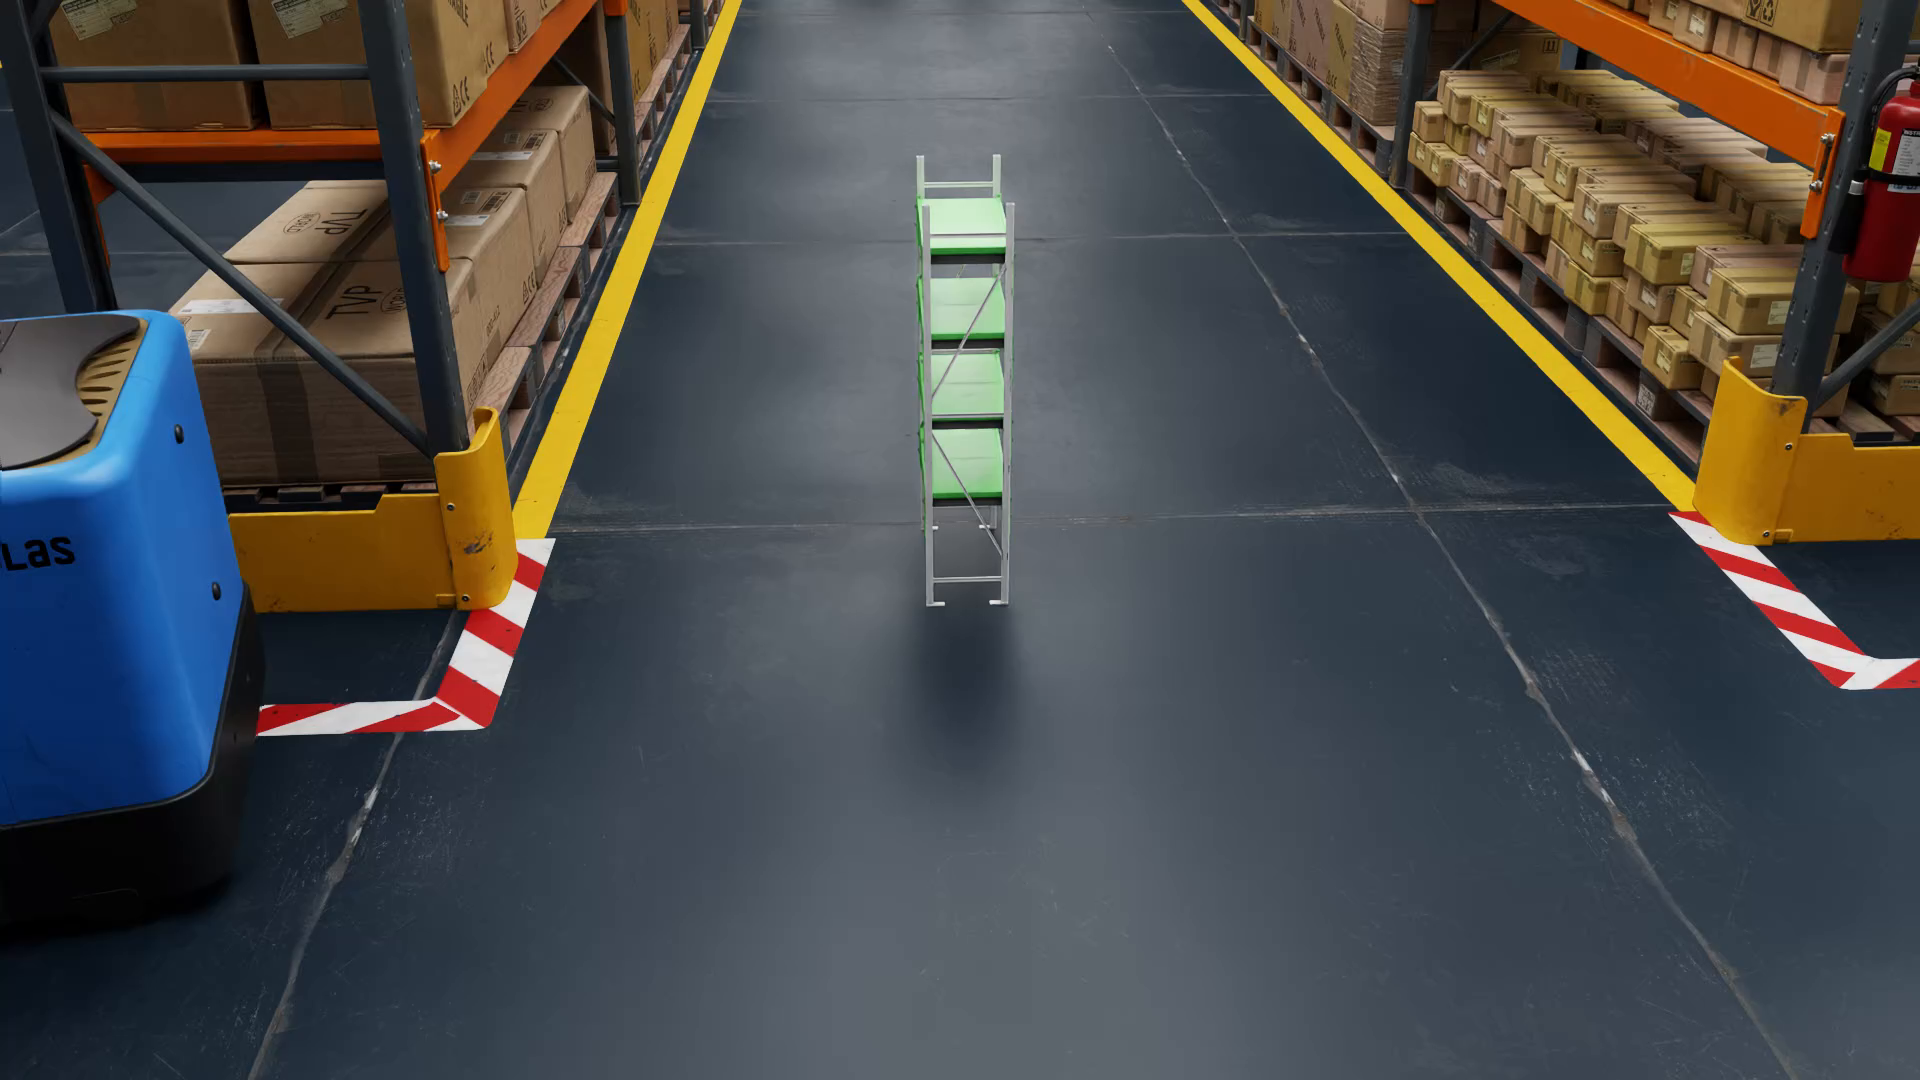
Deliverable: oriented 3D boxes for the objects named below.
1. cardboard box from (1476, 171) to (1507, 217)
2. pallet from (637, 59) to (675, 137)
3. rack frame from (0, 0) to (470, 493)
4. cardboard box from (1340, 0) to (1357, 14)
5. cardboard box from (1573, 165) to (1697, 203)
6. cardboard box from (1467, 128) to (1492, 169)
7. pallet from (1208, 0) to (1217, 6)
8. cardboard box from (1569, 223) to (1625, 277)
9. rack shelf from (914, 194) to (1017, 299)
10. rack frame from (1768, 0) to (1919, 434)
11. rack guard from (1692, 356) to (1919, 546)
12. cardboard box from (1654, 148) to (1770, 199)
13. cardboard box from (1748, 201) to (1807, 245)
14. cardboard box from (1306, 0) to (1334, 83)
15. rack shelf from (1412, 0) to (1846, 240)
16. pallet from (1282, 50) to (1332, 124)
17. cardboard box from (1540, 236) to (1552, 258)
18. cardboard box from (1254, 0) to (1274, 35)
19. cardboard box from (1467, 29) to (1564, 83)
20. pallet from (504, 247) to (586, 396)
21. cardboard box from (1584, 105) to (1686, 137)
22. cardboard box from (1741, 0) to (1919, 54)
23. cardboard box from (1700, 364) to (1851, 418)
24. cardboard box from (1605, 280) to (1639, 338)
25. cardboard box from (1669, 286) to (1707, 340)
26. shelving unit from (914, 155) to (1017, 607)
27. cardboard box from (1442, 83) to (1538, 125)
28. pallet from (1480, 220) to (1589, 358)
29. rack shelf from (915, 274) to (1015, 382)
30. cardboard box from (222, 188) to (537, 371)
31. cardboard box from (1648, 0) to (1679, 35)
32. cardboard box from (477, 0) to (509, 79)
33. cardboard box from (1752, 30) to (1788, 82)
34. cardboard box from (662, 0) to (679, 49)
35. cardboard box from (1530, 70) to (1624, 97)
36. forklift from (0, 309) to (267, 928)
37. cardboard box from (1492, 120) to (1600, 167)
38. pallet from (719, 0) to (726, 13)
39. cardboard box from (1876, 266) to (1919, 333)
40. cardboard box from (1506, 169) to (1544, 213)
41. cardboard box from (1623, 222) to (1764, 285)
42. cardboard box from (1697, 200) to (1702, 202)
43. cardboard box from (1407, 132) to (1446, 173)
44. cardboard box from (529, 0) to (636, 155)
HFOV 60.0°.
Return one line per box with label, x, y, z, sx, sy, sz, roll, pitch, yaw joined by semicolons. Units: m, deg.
cardboard box;2.633;-1.610;7.723;0.380;0.149;0.250;-2;28;-4
pallet;-2.327;-2.733;10.262;1.003;0.211;1.213;-1;28;-3
rack frame;-1.936;-1.203;4.313;1.000;3.000;0.127;-1;28;-3
cardboard box;2.488;-3.202;9.585;0.500;0.250;0.500;0;28;0
cardboard box;2.702;-1.396;6.668;0.380;0.149;0.250;-2;28;-4
cardboard box;2.644;-1.869;7.897;0.380;0.149;0.250;-2;28;-3
pallet;2.558;-4.755;14.139;1.003;0.211;1.213;-1;28;-3
cardboard box;2.621;-1.139;6.497;0.380;0.149;0.250;-1;28;-2
rack shelf;0.009;-0.824;4.634;0.258;0.148;0.480;-1;28;-3
rack frame;3.002;-1.369;4.632;1.000;3.000;0.127;-1;28;-3
rack guard;2.998;-0.296;5.277;1.175;0.500;0.348;-1;28;-3
cardboard box;3.117;-1.526;6.918;0.380;0.149;0.250;-1;28;-3
cardboard box;3.199;-1.162;6.219;0.380;0.149;0.250;-3;28;-5
cardboard box;2.454;-3.104;10.207;0.500;0.500;0.500;-2;28;-4
rack shelf;2.898;-1.974;6.569;1.077;0.370;4.000;-1;28;-3
pallet;2.684;-2.904;10.590;1.003;0.211;1.213;-1;28;-3
cardboard box;2.690;-1.245;7.022;0.380;0.149;0.250;-1;28;-1
cardboard box;2.367;-3.809;11.558;0.500;0.500;0.500;-3;28;-5
cardboard box;3.020;-2.642;9.321;0.500;0.500;0.500;0;28;-1
pallet;-2.116;-0.896;6.740;1.003;0.211;1.213;-1;28;-3
cardboard box;3.081;-1.891;7.617;0.380;0.149;0.250;-1;28;-1
cardboard box;2.722;-1.747;4.926;0.500;0.500;0.500;-1;28;-2
cardboard box;2.766;-0.530;5.650;0.380;0.149;0.250;-1;28;-2
cardboard box;2.698;-0.884;6.329;0.380;0.149;0.250;-1;28;-2
cardboard box;2.730;-0.782;5.813;0.380;0.149;0.250;-2;28;-4
shelving unit;0.009;-0.456;4.826;0.258;1.200;0.503;-1;28;-3
cardboard box;2.560;-2.110;8.037;0.380;0.149;0.250;0;28;0
pallet;2.930;-1.106;7.142;1.003;0.211;1.213;-1;28;-3
rack shelf;0.009;-0.612;4.745;0.258;0.148;0.480;-1;28;-3
cardboard box;-2.126;-0.978;6.198;0.875;0.438;0.875;-1;28;-1
cardboard box;2.678;-1.873;5.868;0.380;0.149;0.250;-3;28;-5
cardboard box;-1.728;-1.709;5.175;0.500;0.500;0.500;-2;28;-3
cardboard box;2.727;-1.517;5.187;0.380;0.149;0.250;-1;28;-3
cardboard box;-2.400;-3.821;11.175;0.875;0.875;0.875;-2;28;-3
cardboard box;3.072;-2.244;8.295;0.380;0.149;0.250;-1;28;-1
forklift;-3.195;-0.519;3.076;3.031;2.935;1.130;-7;28;-14
cardboard box;2.590;-1.755;7.356;0.380;0.149;0.250;-1;28;-2
pallet;-2.454;-4.584;13.811;1.003;0.211;1.213;-1;28;-3
cardboard box;3.314;-0.805;5.536;0.380;0.149;0.250;-3;28;-5
cardboard box;2.596;-1.499;7.187;0.380;0.149;0.250;-2;28;-3
cardboard box;2.625;-1.028;5.962;0.380;0.149;0.250;-2;28;-4
cardboard box;3.103;-1.276;6.760;0.380;0.149;0.250;0;28;0
cardboard box;2.491;-1.963;8.398;0.380;0.149;0.250;-3;28;-5
cardboard box;-2.257;-2.579;8.794;0.875;0.875;0.875;-1;28;-1
